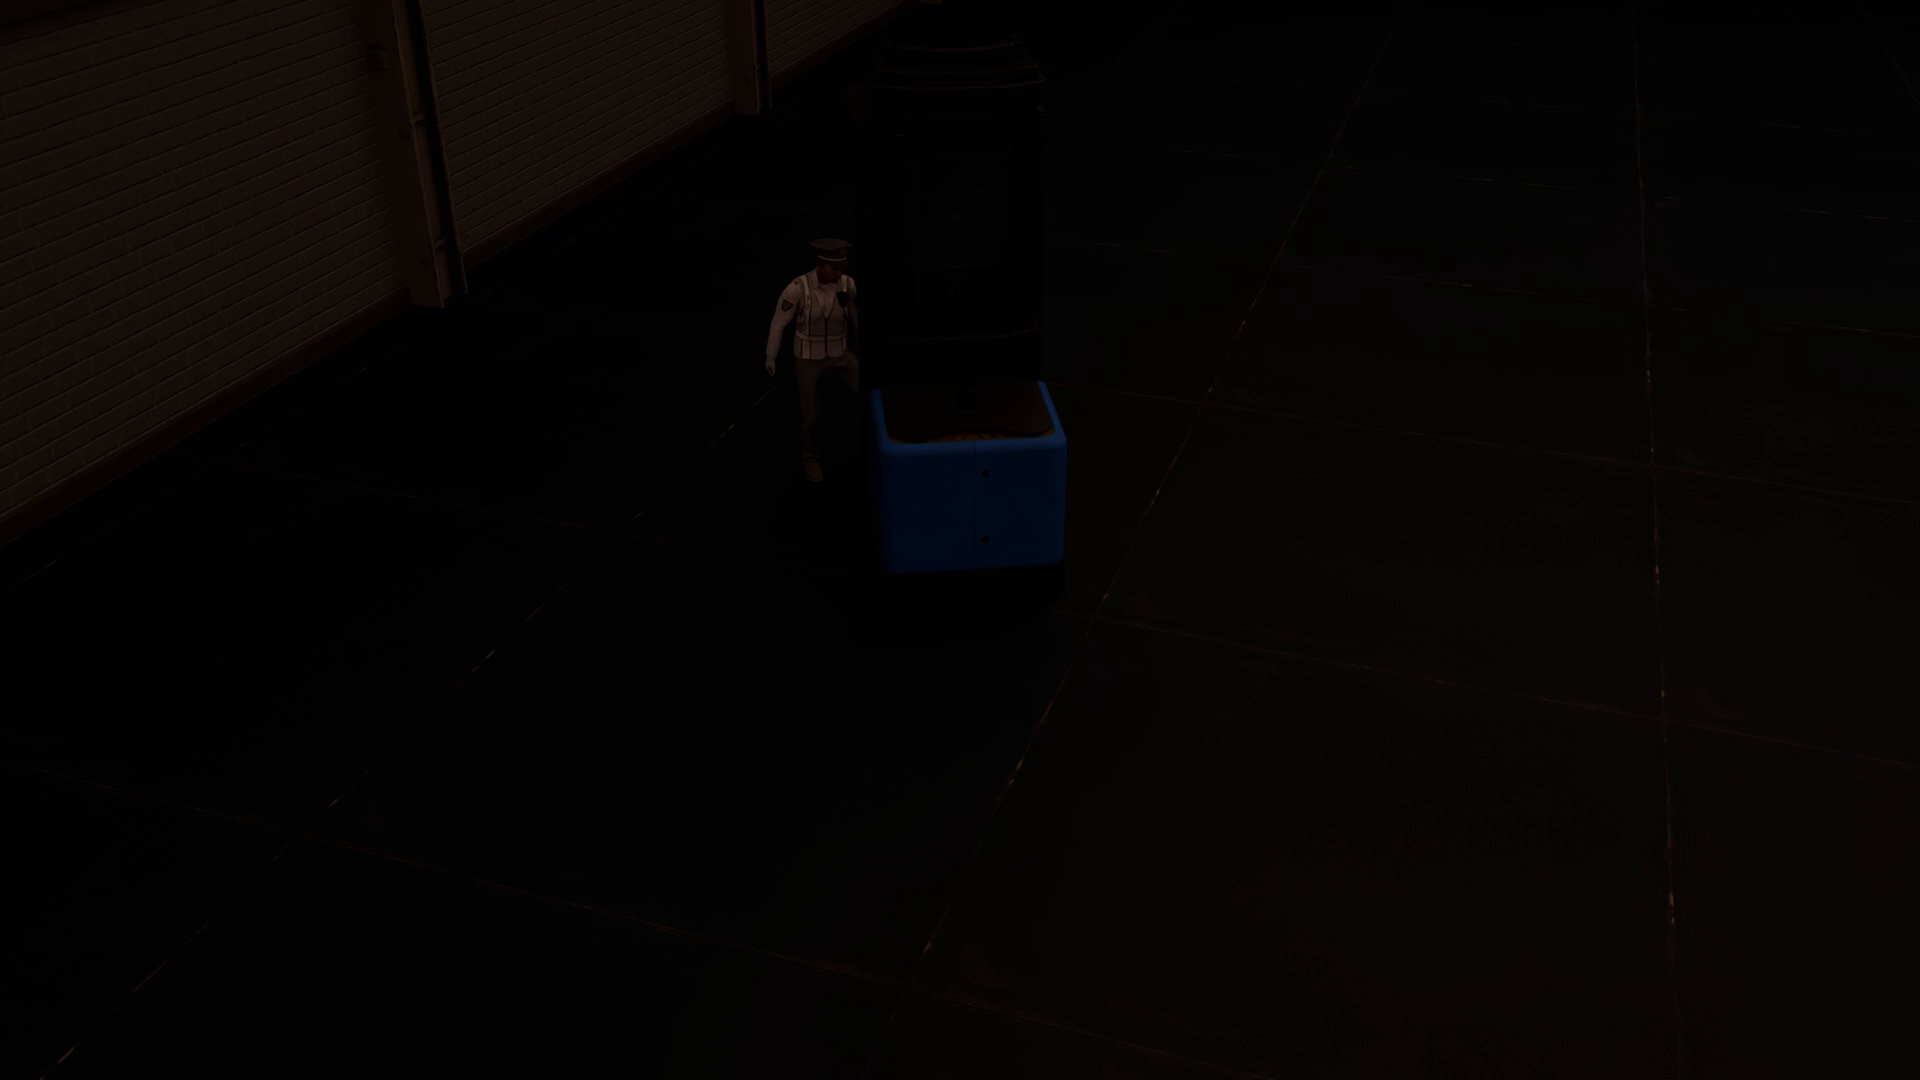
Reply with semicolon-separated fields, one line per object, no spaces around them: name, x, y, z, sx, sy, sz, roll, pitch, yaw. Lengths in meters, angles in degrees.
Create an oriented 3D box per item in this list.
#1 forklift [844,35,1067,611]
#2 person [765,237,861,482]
forklift;-0.092;-1.582;9.912;1.130;2.935;3.031;-3;30;-6
person;-0.812;-1.133;10.454;0.802;1.635;0.421;-9;31;-16
